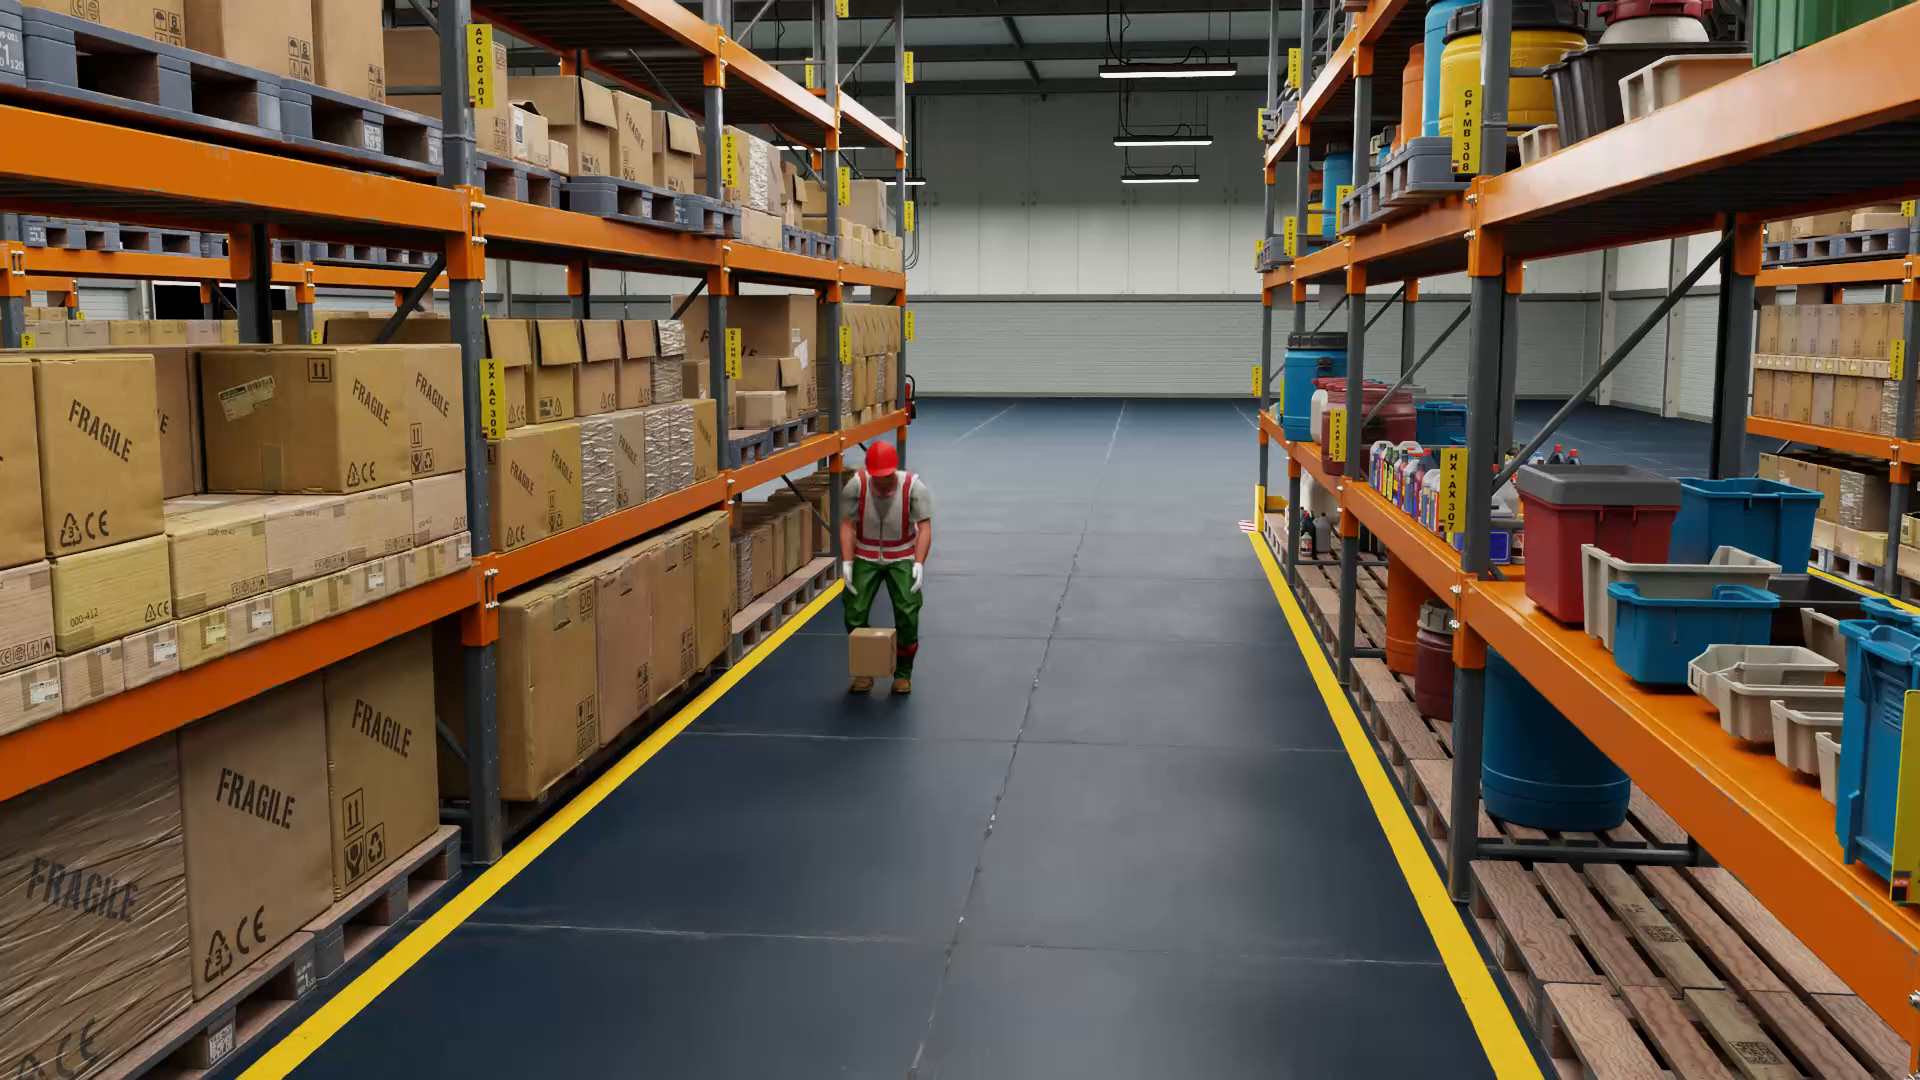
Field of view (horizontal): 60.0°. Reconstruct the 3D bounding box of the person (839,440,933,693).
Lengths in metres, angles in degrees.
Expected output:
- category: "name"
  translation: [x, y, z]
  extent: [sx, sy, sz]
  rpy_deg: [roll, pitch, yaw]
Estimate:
- category: "person"
  translation: [-0.453, 0.159, 10.291]
  extent: [0.575, 1.580, 0.647]
  rpy_deg: [1, 8, 7]
